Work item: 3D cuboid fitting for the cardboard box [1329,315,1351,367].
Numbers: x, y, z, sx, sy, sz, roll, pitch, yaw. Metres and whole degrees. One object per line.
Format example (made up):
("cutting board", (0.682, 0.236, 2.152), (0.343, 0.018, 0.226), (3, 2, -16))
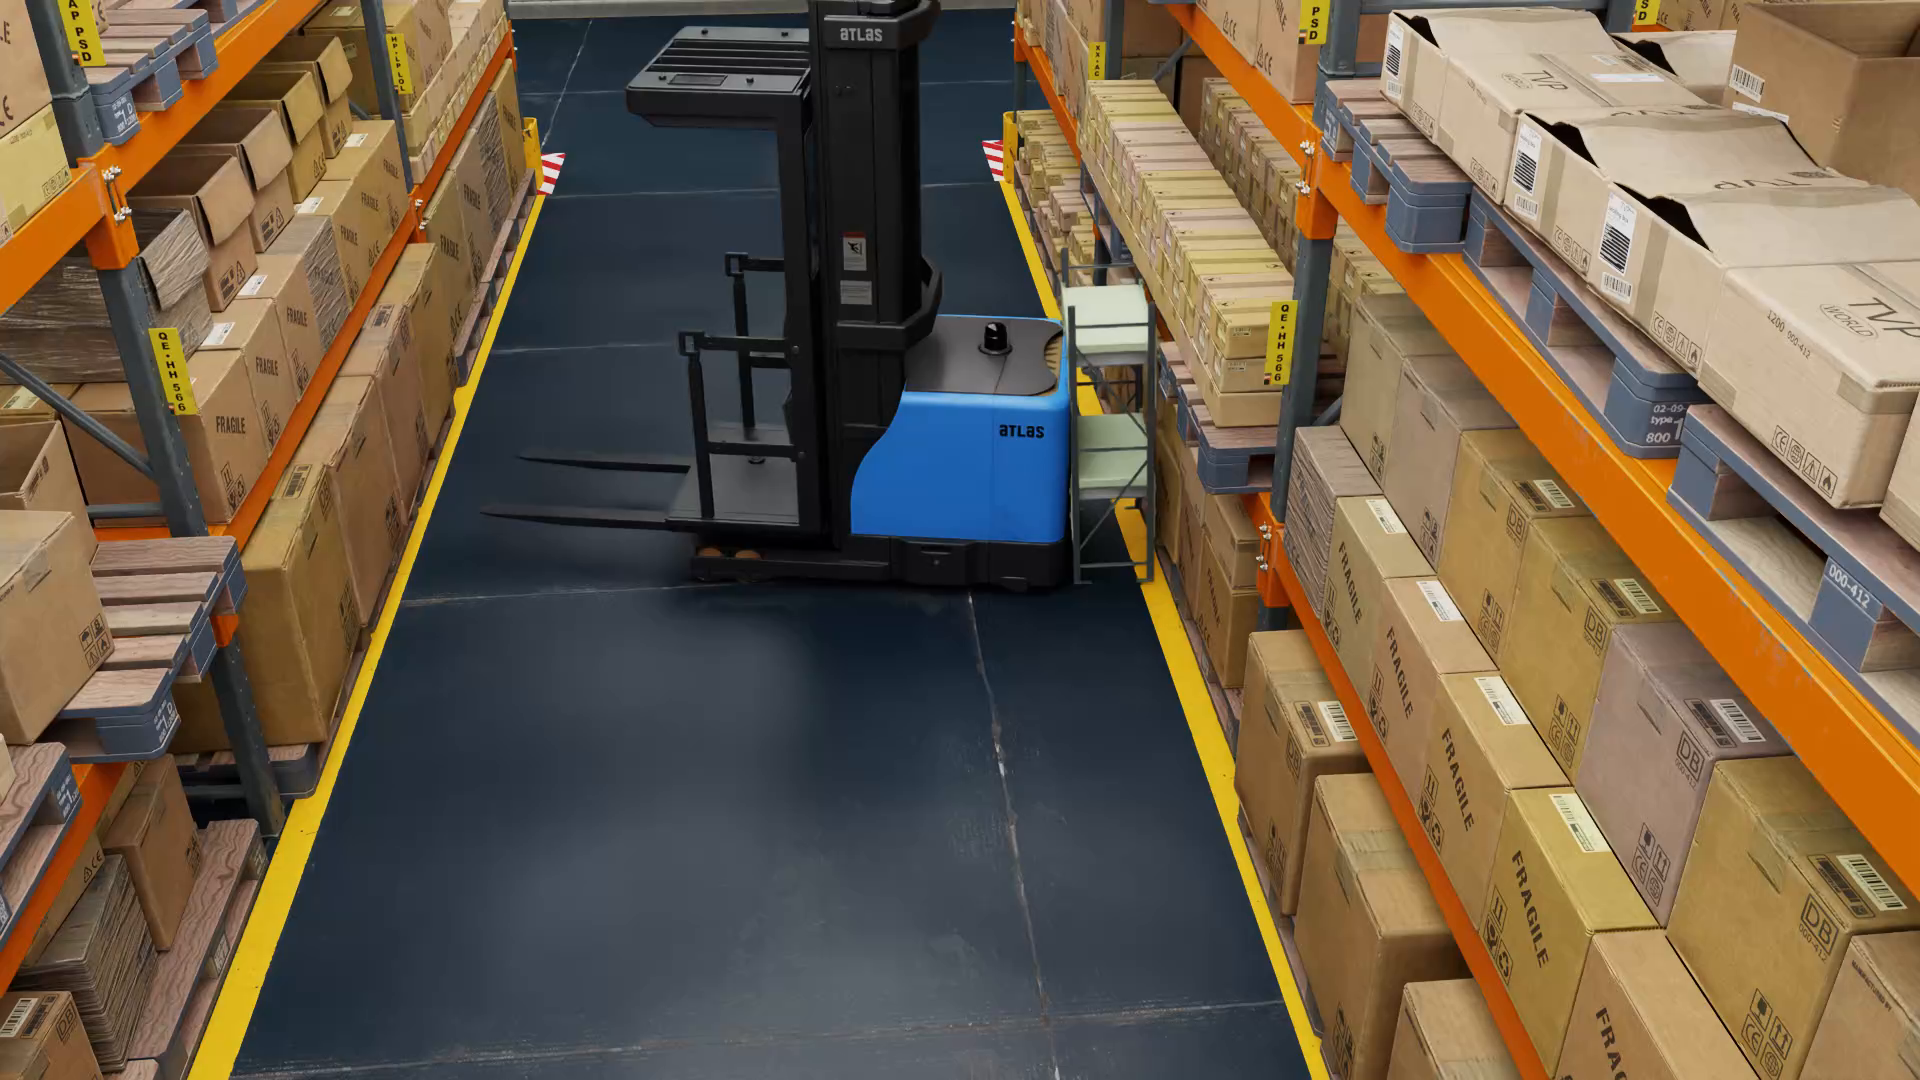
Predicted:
("cardboard box", (1.798, -0.857, 7.095), (0.380, 0.149, 0.250), (-1, 31, -2))

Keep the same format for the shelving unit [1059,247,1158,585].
("shelving unit", (0.736, -0.619, 8.283), (0.431, 1.500, 0.755), (-2, 31, 2))

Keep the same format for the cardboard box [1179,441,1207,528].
("cardboard box", (1.307, -0.295, 7.615), (0.500, 0.250, 0.500), (-2, 31, -4))

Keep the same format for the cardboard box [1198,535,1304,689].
("cardboard box", (1.368, 0.297, 7.355), (0.500, 0.500, 0.500), (-3, 31, -5))

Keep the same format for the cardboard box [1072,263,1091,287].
("cardboard box", (0.932, -1.681, 10.720), (0.380, 0.149, 0.250), (-4, 31, -7))

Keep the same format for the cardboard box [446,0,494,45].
("cardboard box", (-3.649, -3.740, 11.942), (0.500, 0.250, 0.500), (-3, 31, -5))

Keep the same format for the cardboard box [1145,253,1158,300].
("cardboard box", (1.071, -1.229, 7.718), (0.380, 0.149, 0.250), (-2, 31, -3))

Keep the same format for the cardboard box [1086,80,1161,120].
("cardboard box", (0.895, -2.419, 9.130), (0.380, 0.149, 0.250), (-1, 31, -2))

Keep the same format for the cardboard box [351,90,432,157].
("cardboard box", (-3.415, -2.444, 9.772), (0.500, 0.250, 0.500), (-3, 31, -5))

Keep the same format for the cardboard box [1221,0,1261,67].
("cardboard box", (1.324, -2.137, 6.379), (0.500, 0.500, 0.500), (-3, 31, -5))

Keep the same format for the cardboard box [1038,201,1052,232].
("cardboard box", (0.778, -2.381, 12.181), (0.380, 0.149, 0.250), (-4, 31, -7))

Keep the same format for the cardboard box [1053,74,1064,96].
("cardboard box", (0.838, -3.136, 11.319), (0.380, 0.149, 0.250), (-2, 31, -4))

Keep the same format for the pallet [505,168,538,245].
("pallet", (-3.853, -2.569, 12.845), (1.003, 0.211, 1.213), (-3, 31, -5))

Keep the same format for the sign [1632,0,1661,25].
("sign", (2.243, -1.838, 5.396), (0.100, 0.325, 0.005), (-3, 31, -5))

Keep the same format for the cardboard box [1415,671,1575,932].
("cardboard box", (1.604, 0.699, 4.558), (0.500, 0.500, 0.500), (-3, 31, -5))

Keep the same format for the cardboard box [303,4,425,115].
("cardboard box", (-3.422, -2.770, 9.587), (0.500, 0.500, 0.500), (-3, 31, -5))

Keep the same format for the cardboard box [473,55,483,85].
("cardboard box", (-3.523, -3.243, 11.499), (0.380, 0.149, 0.250), (-3, 31, -4))

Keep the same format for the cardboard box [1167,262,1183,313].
("cardboard box", (1.113, -1.101, 7.213), (0.380, 0.149, 0.250), (-3, 31, -4))

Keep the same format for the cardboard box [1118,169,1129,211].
("cardboard box", (0.998, -1.757, 8.311), (0.380, 0.149, 0.250), (-2, 31, -3))

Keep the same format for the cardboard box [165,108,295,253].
("cardboard box", (-3.438, -1.608, 7.442), (0.797, 0.503, 0.637), (-2, 31, -3))

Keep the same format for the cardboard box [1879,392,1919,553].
("cardboard box", (1.838, -0.029, 2.588), (0.500, 0.250, 0.500), (-2, 31, -4))

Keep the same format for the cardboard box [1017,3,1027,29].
("cardboard box", (0.646, -4.067, 12.879), (0.380, 0.149, 0.250), (-3, 31, -5))

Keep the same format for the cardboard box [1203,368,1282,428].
("cardboard box", (1.186, -0.574, 6.622), (0.380, 0.149, 0.250), (-2, 31, -4))

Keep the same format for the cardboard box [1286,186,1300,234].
("cardboard box", (1.715, -1.516, 7.618), (0.380, 0.149, 0.250), (-2, 31, -3))

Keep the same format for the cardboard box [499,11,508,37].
("cardboard box", (-3.644, -3.896, 12.593), (0.380, 0.149, 0.250), (-2, 31, -4))

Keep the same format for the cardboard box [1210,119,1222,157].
("cardboard box", (1.575, -2.186, 9.030), (0.380, 0.149, 0.250), (-3, 31, -4))

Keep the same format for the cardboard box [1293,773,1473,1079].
("cardboard box", (1.742, 1.275, 5.475), (1.050, 0.750, 0.750), (-2, 31, -4))

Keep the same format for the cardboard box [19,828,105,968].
("cardboard box", (-3.106, 1.087, 5.282), (0.500, 0.250, 0.500), (1, 31, 1))

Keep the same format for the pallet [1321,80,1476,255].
("pallet", (1.803, -1.152, 5.013), (1.213, 0.211, 1.003), (-1, 31, -2))

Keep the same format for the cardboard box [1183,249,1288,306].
("cardboard box", (1.142, -1.090, 6.905), (0.380, 0.149, 0.250), (-2, 31, -3))

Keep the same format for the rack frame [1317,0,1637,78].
("rack frame", (1.690, -2.847, 4.742), (1.000, 3.000, 0.127), (-3, 31, -5))

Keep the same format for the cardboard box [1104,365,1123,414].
("cardboard box", (1.121, -1.031, 9.580), (0.500, 0.500, 0.500), (-2, 31, -3))

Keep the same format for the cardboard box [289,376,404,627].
("cardboard box", (-3.378, -0.163, 7.760), (1.225, 0.875, 0.875), (-3, 31, -4))

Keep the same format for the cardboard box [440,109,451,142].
("cardboard box", (-3.404, -2.590, 10.406), (0.380, 0.149, 0.250), (-4, 31, -6))

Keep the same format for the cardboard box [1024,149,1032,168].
("cardboard box", (0.705, -3.018, 12.958), (0.380, 0.149, 0.250), (-3, 31, -5))

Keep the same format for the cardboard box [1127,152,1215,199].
("cardboard box", (1.017, -1.759, 8.025), (0.380, 0.149, 0.250), (-2, 31, -3))

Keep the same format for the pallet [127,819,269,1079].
("pallet", (-3.187, 1.510, 6.016), (1.003, 0.211, 1.213), (-3, 31, -5))

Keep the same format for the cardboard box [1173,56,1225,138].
("cardboard box", (1.520, -2.750, 10.041), (0.500, 0.500, 0.500), (-3, 31, -5))

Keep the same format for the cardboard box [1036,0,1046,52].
("cardboard box", (0.818, -3.762, 11.735), (0.500, 0.500, 0.500), (-2, 31, -4))

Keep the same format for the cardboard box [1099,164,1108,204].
("cardboard box", (0.946, -1.894, 8.832), (0.380, 0.149, 0.250), (-3, 31, -4))

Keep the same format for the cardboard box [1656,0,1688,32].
("cardboard box", (5.695, -4.172, 12.712), (0.500, 0.500, 0.500), (-3, 31, -5))

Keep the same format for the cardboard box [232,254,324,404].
("cardboard box", (-3.134, -0.915, 7.259), (0.500, 0.500, 0.500), (-3, 31, -5))

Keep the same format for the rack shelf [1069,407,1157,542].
("rack shelf", (0.754, -0.340, 8.450), (0.431, 0.370, 0.720), (-2, 31, 2))

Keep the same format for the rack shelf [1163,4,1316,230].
("rack shelf", (1.503, -2.272, 7.405), (1.077, 0.370, 4.000), (-3, 31, -5))

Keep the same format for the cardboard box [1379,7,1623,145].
("cardboard box", (1.538, -1.365, 4.764), (0.500, 0.311, 0.500), (-3, 31, -5))

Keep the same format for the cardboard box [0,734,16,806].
("cardboard box", (-2.833, 0.630, 4.492), (0.396, 0.266, 0.258), (-4, 31, -6))

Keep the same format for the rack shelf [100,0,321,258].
("rack shelf", (-3.445, -2.086, 7.093), (1.077, 0.370, 4.000), (-3, 31, -5))

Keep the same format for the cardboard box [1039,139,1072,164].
("cardboard box", (0.800, -2.892, 12.457), (0.380, 0.149, 0.250), (-4, 31, -7))

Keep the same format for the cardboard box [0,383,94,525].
("cardboard box", (-3.551, -0.369, 6.345), (0.500, 0.500, 0.500), (-2, 31, -3))

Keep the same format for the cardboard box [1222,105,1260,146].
("cardboard box", (1.596, -2.177, 8.725), (0.380, 0.149, 0.250), (-4, 31, -6))

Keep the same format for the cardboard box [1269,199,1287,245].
("cardboard box", (1.693, -1.523, 7.921), (0.380, 0.149, 0.250), (-2, 31, -3))

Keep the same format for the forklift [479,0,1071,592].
("forklift", (-0.937, -1.305, 8.077), (3.031, 2.935, 1.130), (3, 31, 5))

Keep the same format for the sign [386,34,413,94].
("sign", (-3.093, -2.622, 9.163), (0.100, 0.325, 0.005), (-3, 31, -5))

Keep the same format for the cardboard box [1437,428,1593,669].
("cardboard box", (1.820, 0.006, 4.743), (0.700, 0.500, 0.500), (-3, 31, -5))

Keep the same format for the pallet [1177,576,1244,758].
("pallet", (1.618, 0.526, 7.663), (1.003, 0.211, 1.213), (-3, 31, -5))

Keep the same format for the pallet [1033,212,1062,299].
("pallet", (1.101, -2.082, 12.031), (1.003, 0.211, 1.213), (-3, 31, -5))

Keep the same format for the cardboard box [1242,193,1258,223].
("cardboard box", (1.651, -1.664, 8.446), (0.380, 0.149, 0.250), (-4, 31, -7))

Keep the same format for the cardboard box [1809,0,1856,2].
("cardboard box", (5.876, -3.562, 10.716), (0.500, 0.500, 0.500), (-3, 31, -5))

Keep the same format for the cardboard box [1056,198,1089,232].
("cardboard box", (0.866, -2.220, 11.333), (0.380, 0.149, 0.250), (-4, 31, -7))

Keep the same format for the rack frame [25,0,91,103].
("rack frame", (-3.258, -2.661, 4.430), (1.000, 3.000, 0.127), (-3, 31, -5))
